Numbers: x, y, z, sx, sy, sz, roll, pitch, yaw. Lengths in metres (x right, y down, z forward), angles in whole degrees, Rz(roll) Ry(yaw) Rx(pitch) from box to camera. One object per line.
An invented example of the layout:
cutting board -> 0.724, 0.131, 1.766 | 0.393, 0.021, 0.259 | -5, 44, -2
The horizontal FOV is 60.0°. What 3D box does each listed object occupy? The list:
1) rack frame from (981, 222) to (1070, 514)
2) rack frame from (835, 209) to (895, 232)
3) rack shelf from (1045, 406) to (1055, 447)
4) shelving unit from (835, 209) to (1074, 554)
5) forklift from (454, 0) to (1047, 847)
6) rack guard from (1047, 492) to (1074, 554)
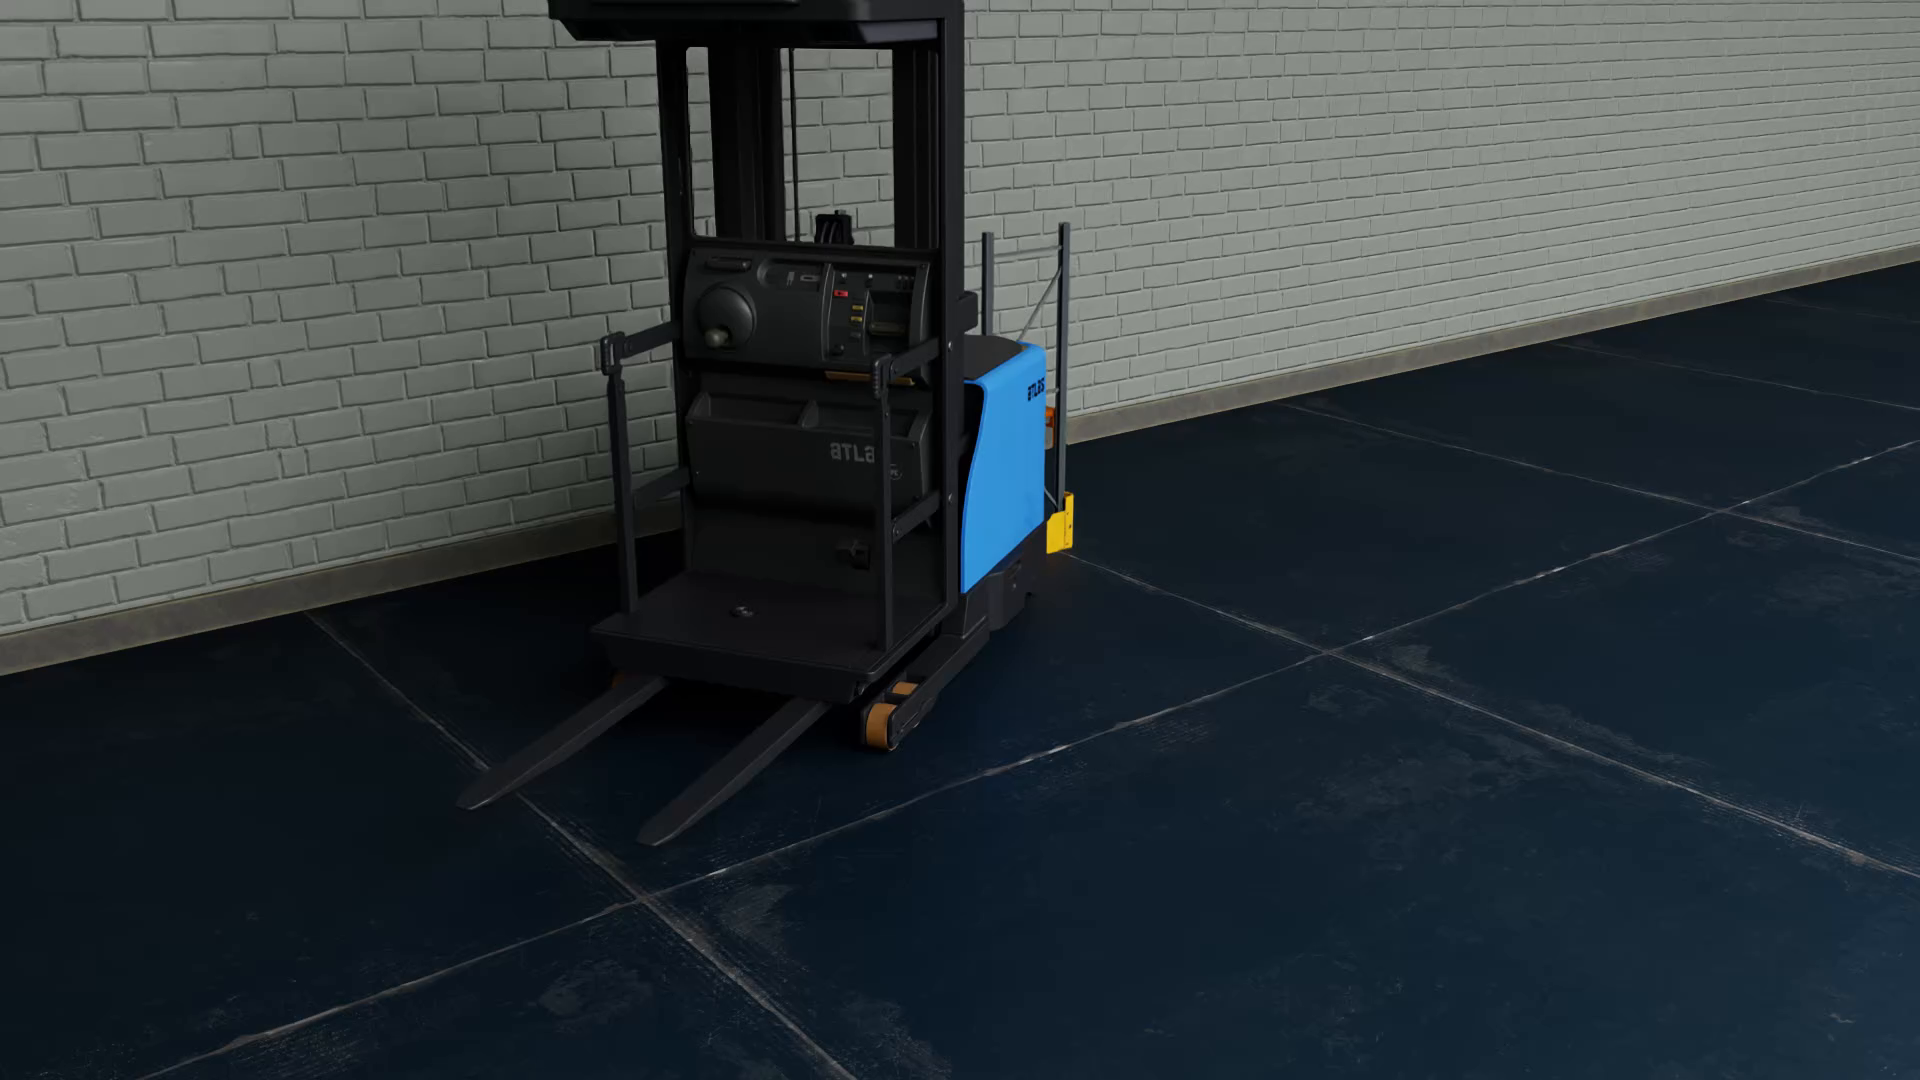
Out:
rack frame -> 0.288, -0.633, 7.389 | 0.500, 1.500, 0.032 | -16, 24, -39
rack frame -> -0.386, -0.873, 8.112 | 0.500, 1.500, 0.032 | -16, 24, -39
rack shelf -> -0.049, -0.582, 7.807 | 0.538, 0.185, 1.000 | -16, 24, -39
shelving unit -> -0.043, -0.751, 7.744 | 0.587, 1.500, 1.083 | -16, 24, -39
forklift -> -0.622, -0.816, 5.665 | 1.130, 2.935, 3.031 | 7, 19, 20
rack guard -> 0.287, -0.040, 7.587 | 0.587, 0.250, 0.087 | -16, 24, -39
